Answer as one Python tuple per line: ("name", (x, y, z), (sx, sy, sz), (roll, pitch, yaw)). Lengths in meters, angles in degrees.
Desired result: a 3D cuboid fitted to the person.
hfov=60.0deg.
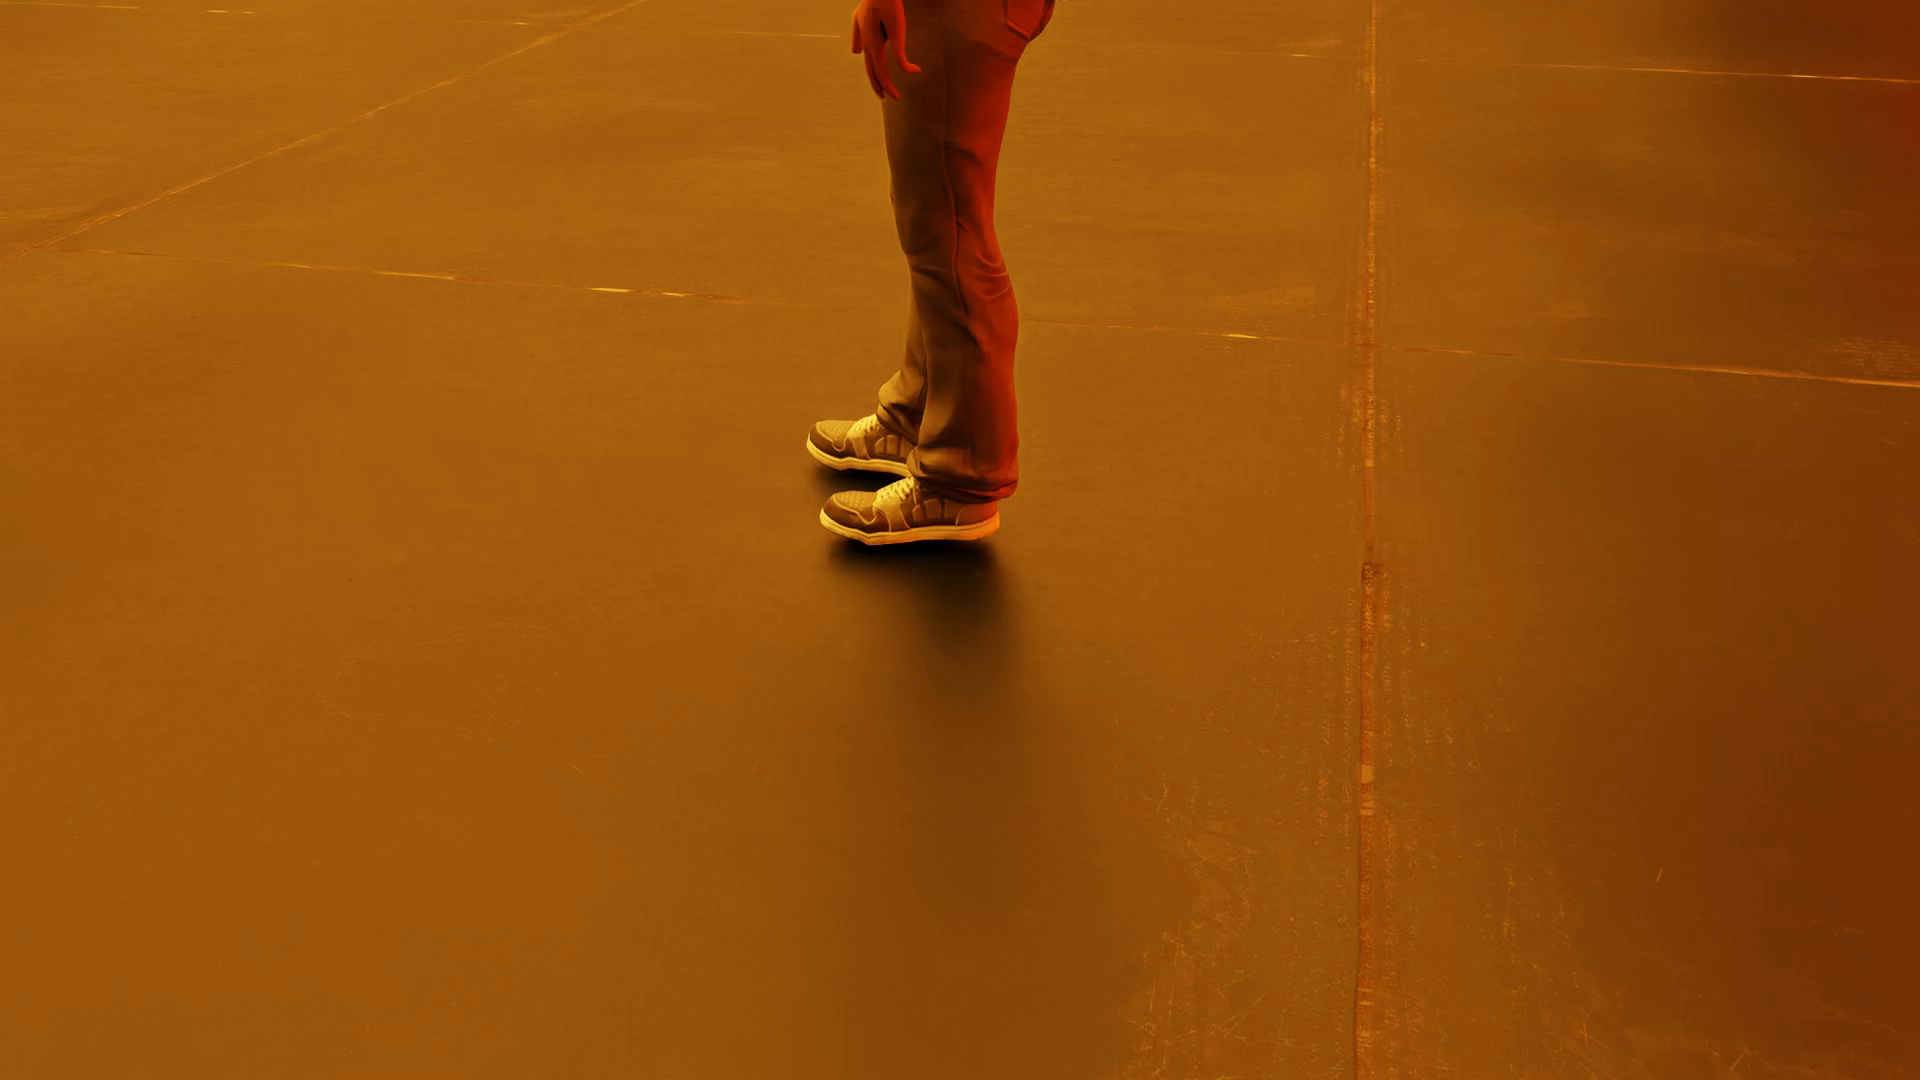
("person", (-0.070, -0.734, 2.164), (0.473, 1.599, 0.520), (6, 27, 11))
